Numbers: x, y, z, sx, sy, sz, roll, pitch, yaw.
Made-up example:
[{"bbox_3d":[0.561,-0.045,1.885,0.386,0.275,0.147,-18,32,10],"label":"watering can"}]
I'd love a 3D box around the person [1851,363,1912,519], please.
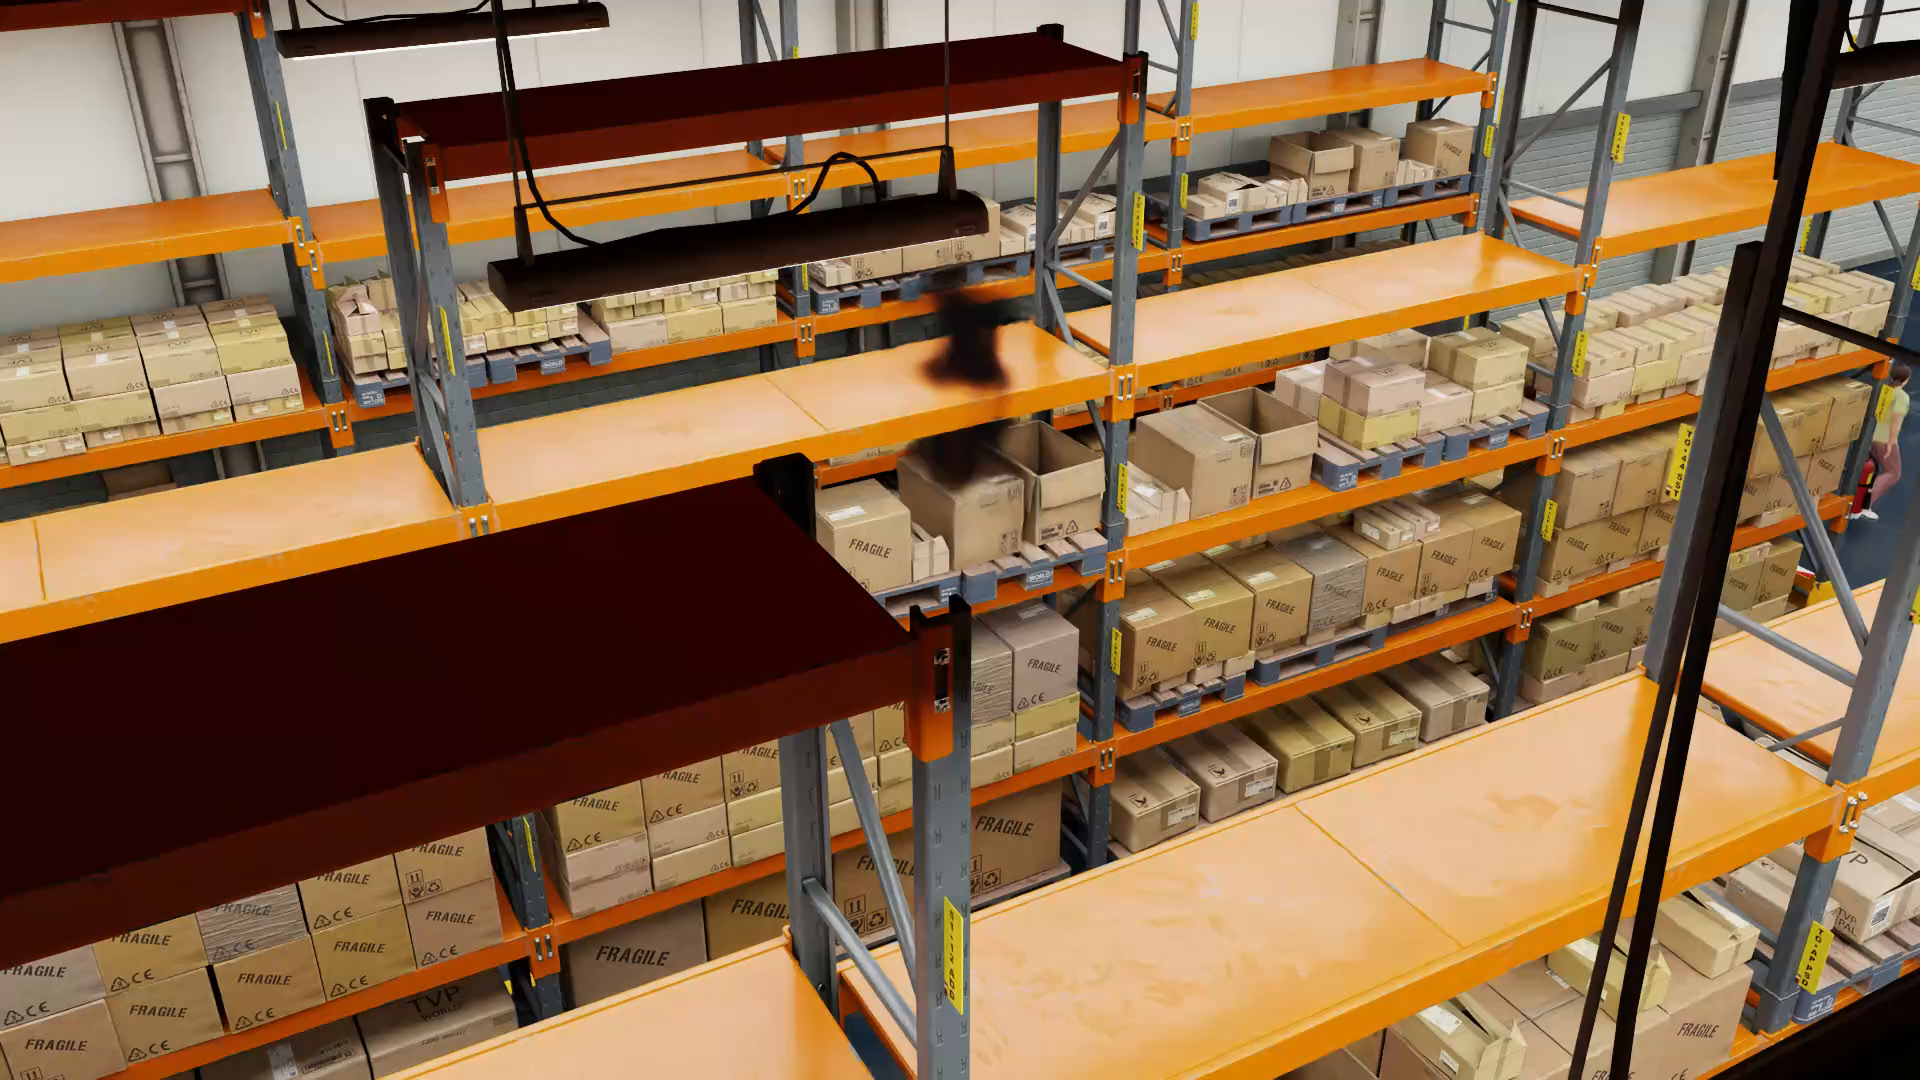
[{"bbox_3d":[9.482,-1.004,17.154,0.524,1.636,0.621,-12,30,-21],"label":"person"}]
